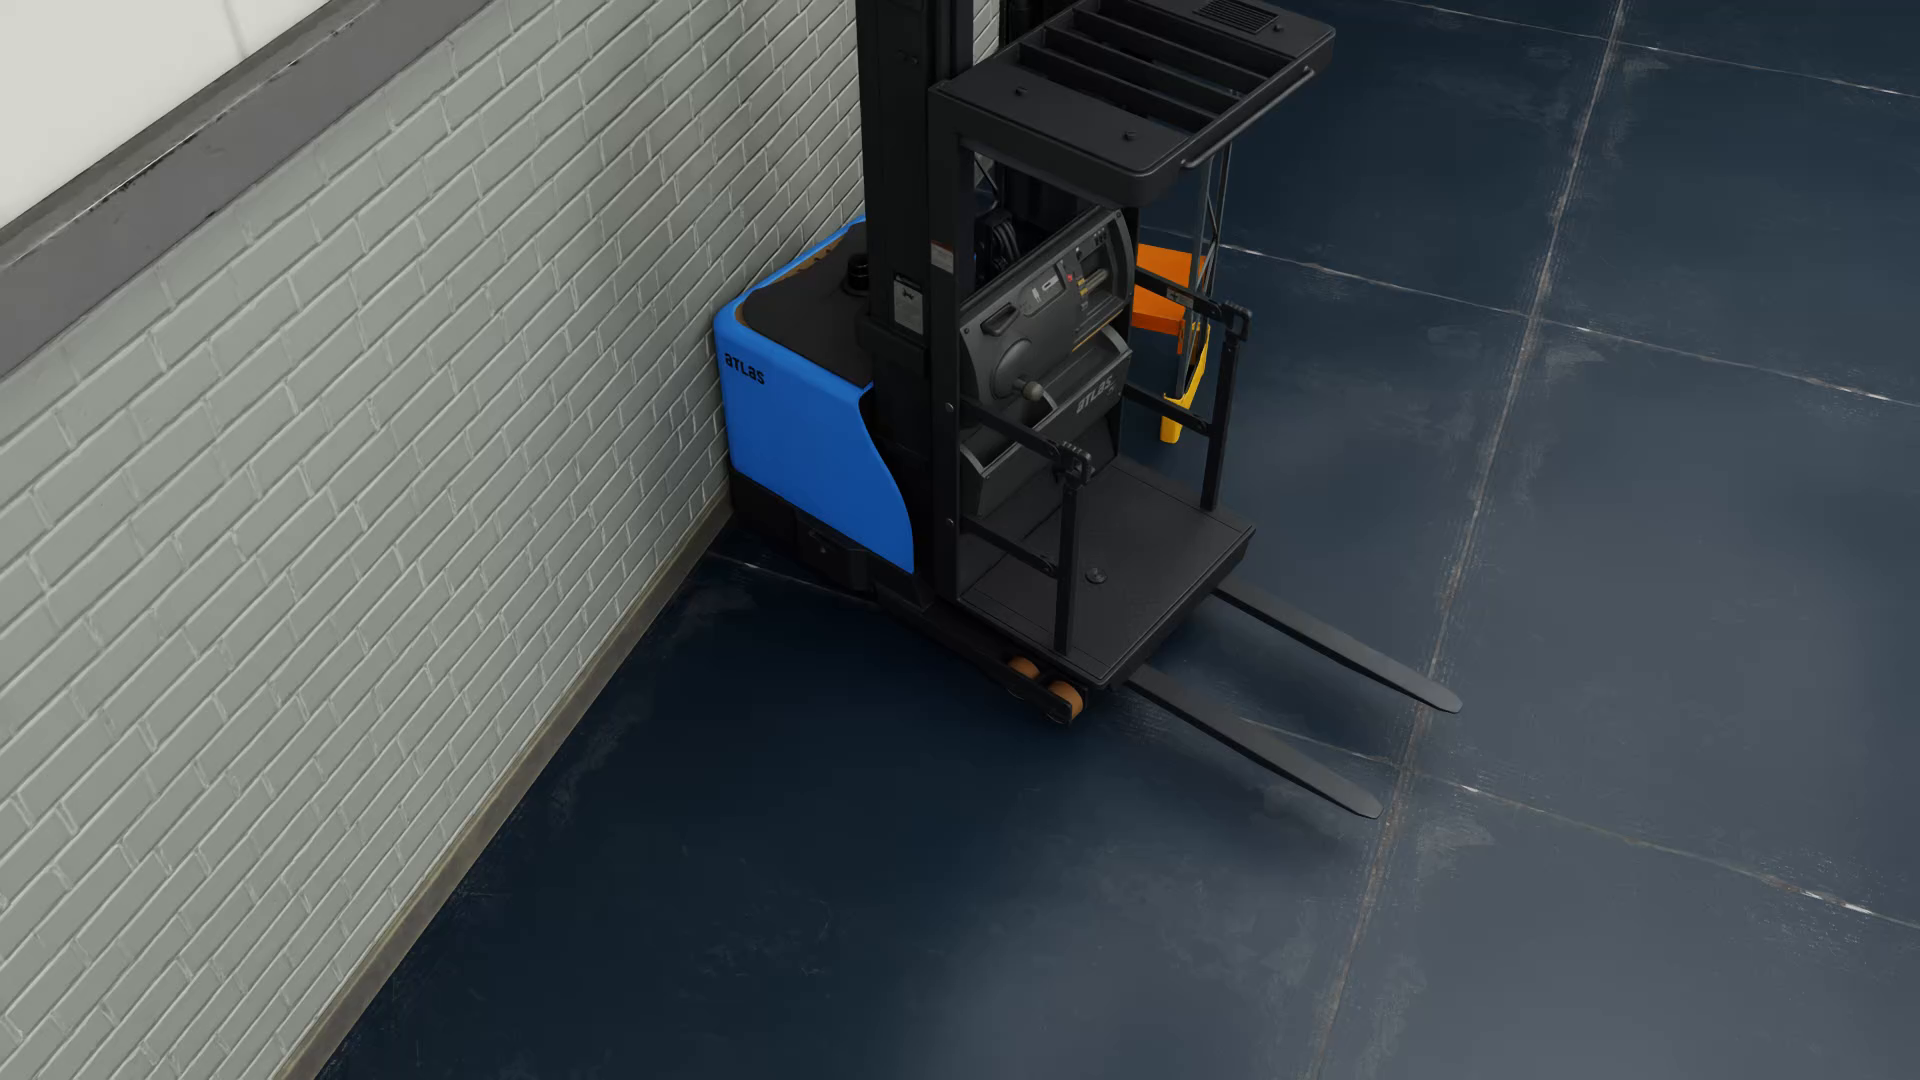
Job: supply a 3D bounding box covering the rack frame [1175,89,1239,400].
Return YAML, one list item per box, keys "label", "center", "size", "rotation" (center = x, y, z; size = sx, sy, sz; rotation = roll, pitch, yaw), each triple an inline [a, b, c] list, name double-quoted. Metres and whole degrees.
- label: "rack frame"
  center: [1.052, -1.165, 7.197]
  size: [0.032, 1.500, 0.500]
  rotation: [14, 46, 13]

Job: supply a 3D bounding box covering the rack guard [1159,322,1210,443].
- label: "rack guard"
  center: [1.034, -0.727, 7.642]
  size: [0.087, 0.250, 0.587]
  rotation: [14, 46, 13]

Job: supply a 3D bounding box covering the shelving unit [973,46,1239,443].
- label: "shelving unit"
  center: [0.563, -1.285, 7.317]
  size: [1.083, 1.500, 0.587]
  rotation: [14, 46, 13]

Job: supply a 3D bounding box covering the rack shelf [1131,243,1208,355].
- label: "rack shelf"
  center: [0.572, -1.155, 7.442]
  size: [1.000, 0.185, 0.538]
  rotation: [14, 46, 13]

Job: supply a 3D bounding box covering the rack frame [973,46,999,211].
- label: "rack frame"
  center: [0.092, -1.400, 7.433]
  size: [0.032, 1.500, 0.500]
  rotation: [14, 46, 13]

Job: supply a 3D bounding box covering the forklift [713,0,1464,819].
- label: "forklift"
  center: [0.484, -0.762, 5.777]
  size: [3.031, 2.935, 1.130]
  rotation: [30, 52, 26]
